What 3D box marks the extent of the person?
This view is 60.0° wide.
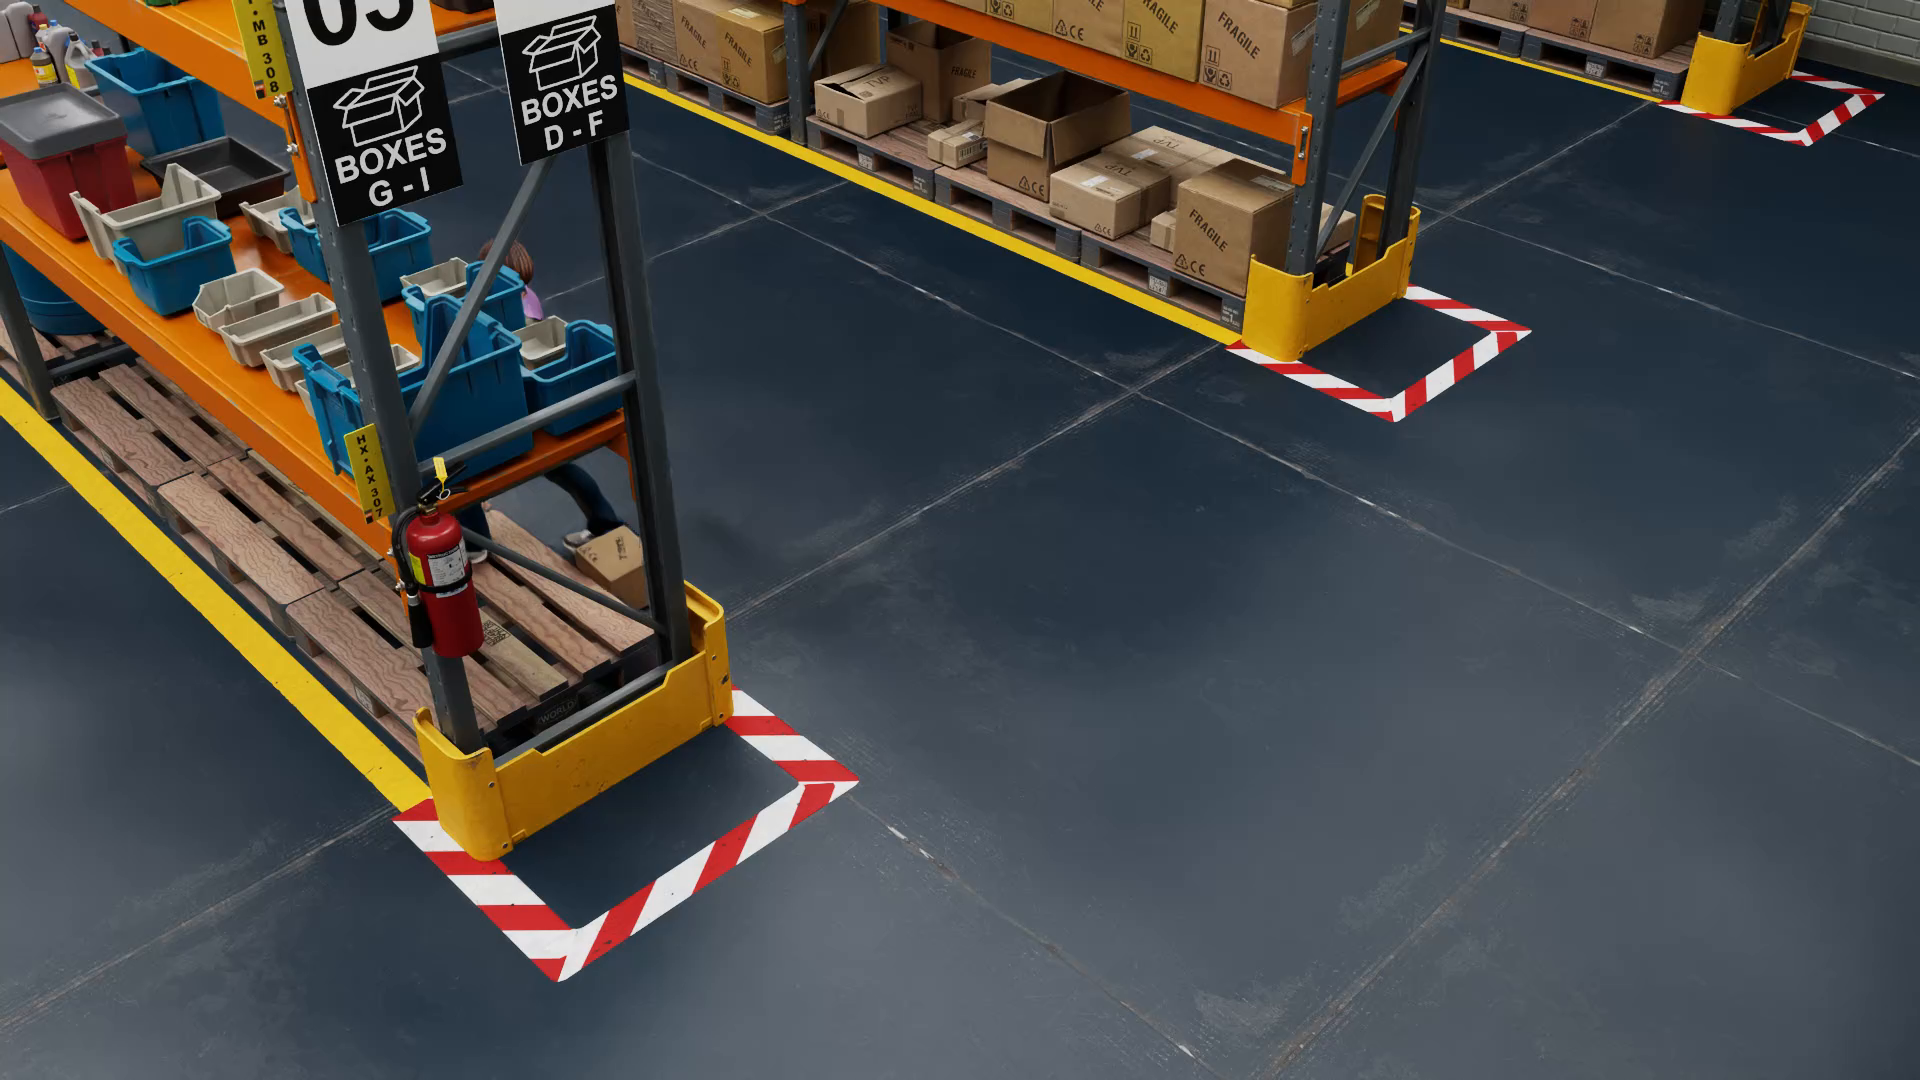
[{"bbox_3d":[-1.876,-0.499,6.821,0.854,1.561,0.445,-8,37,-11],"label":"person"}]
